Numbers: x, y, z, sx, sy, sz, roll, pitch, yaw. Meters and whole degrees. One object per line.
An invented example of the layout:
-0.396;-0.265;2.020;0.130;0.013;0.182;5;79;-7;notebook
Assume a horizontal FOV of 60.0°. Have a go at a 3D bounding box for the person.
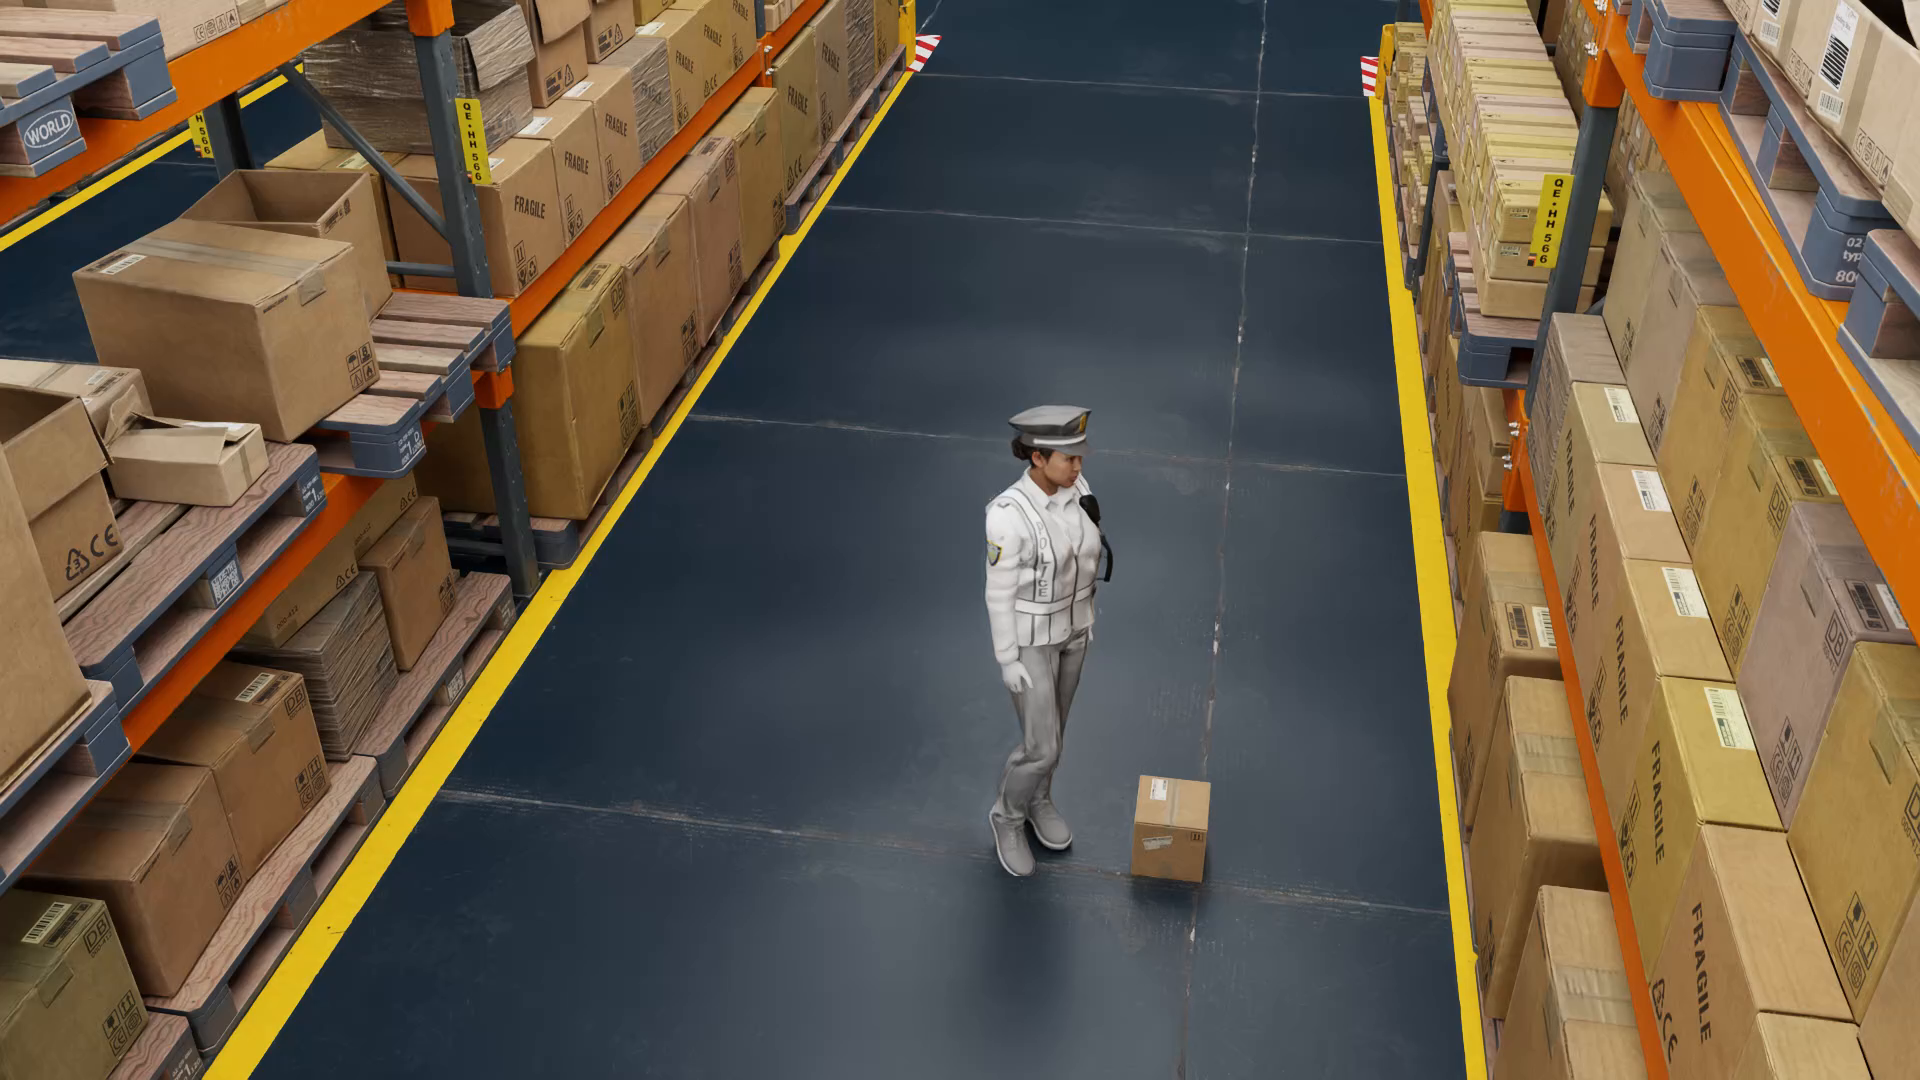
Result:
0.295;0.337;5.608;0.374;1.709;0.527;28;42;36;person
